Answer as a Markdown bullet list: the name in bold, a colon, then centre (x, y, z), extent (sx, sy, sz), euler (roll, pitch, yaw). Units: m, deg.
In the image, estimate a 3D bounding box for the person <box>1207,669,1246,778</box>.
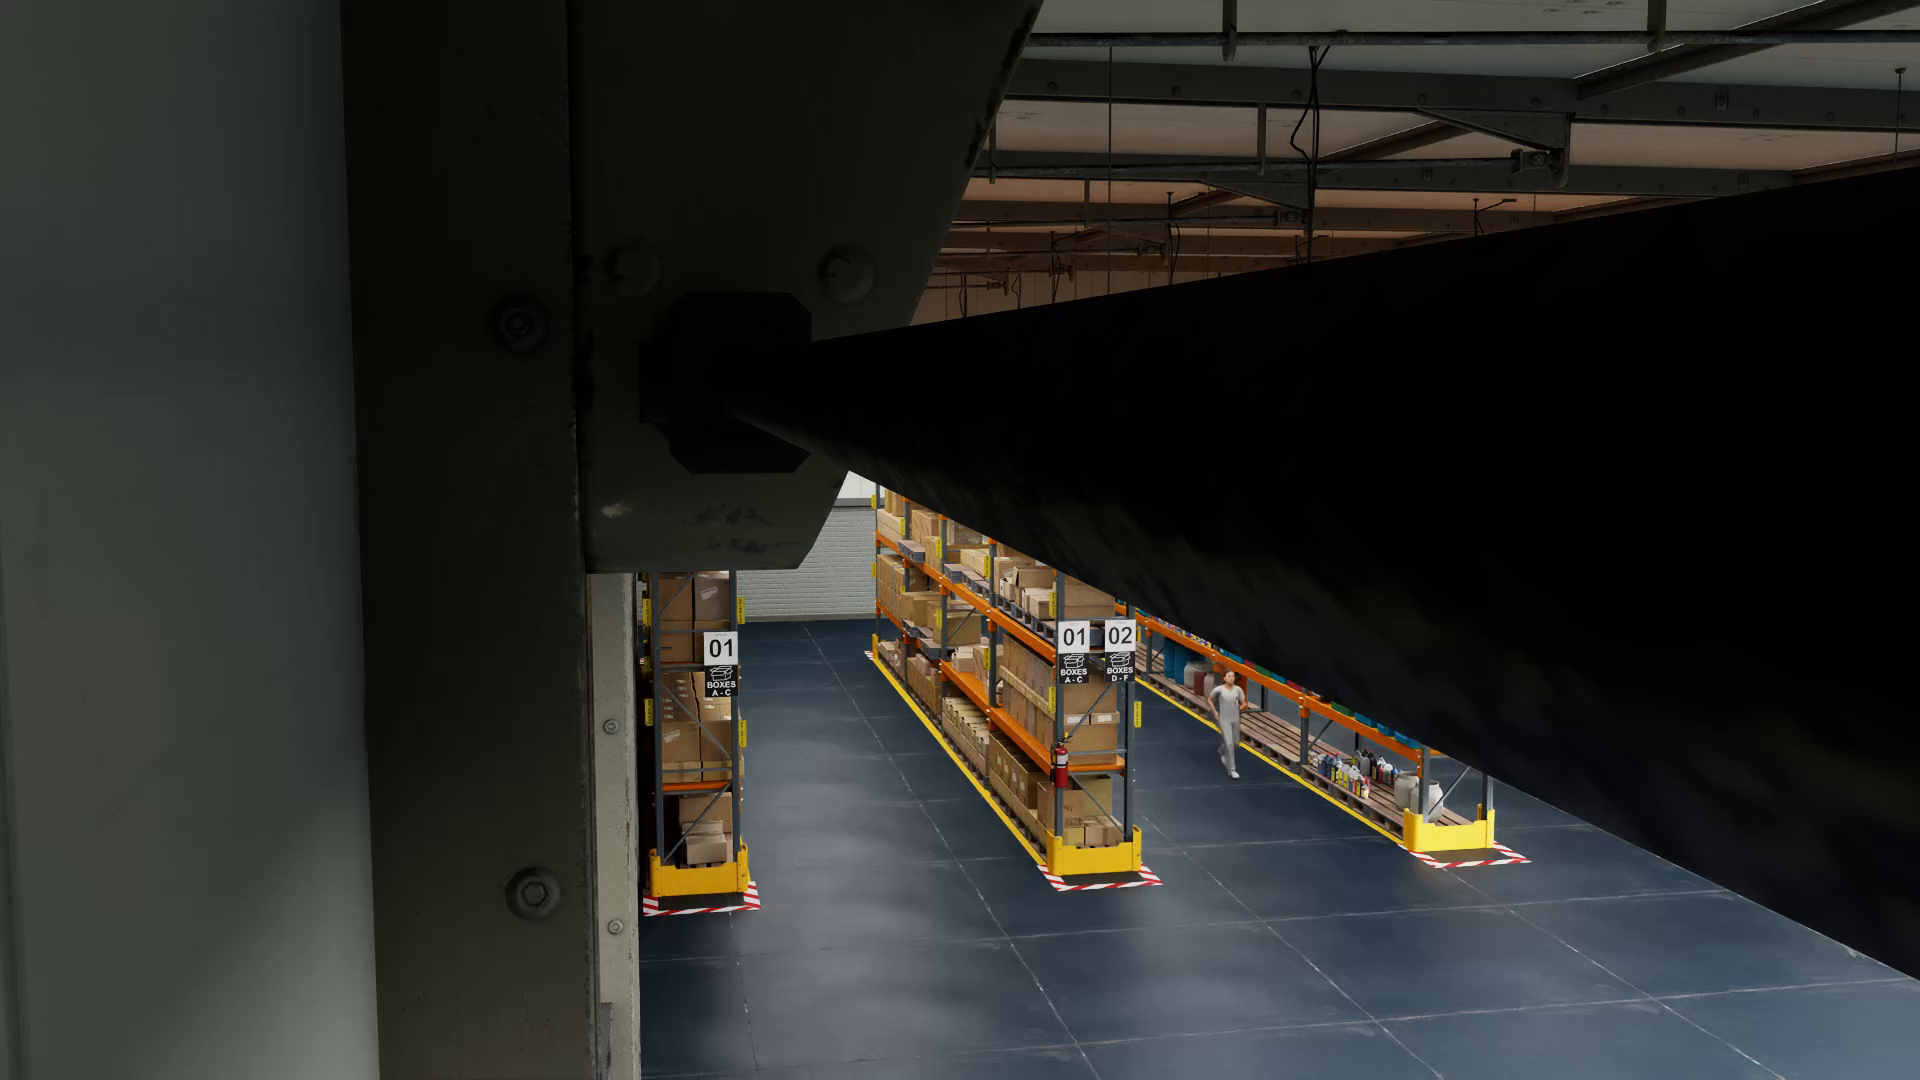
- **person**: centre (4.192, 2.831, 25.975), extent (0.564, 1.645, 0.879), euler (-1, 6, -13)
